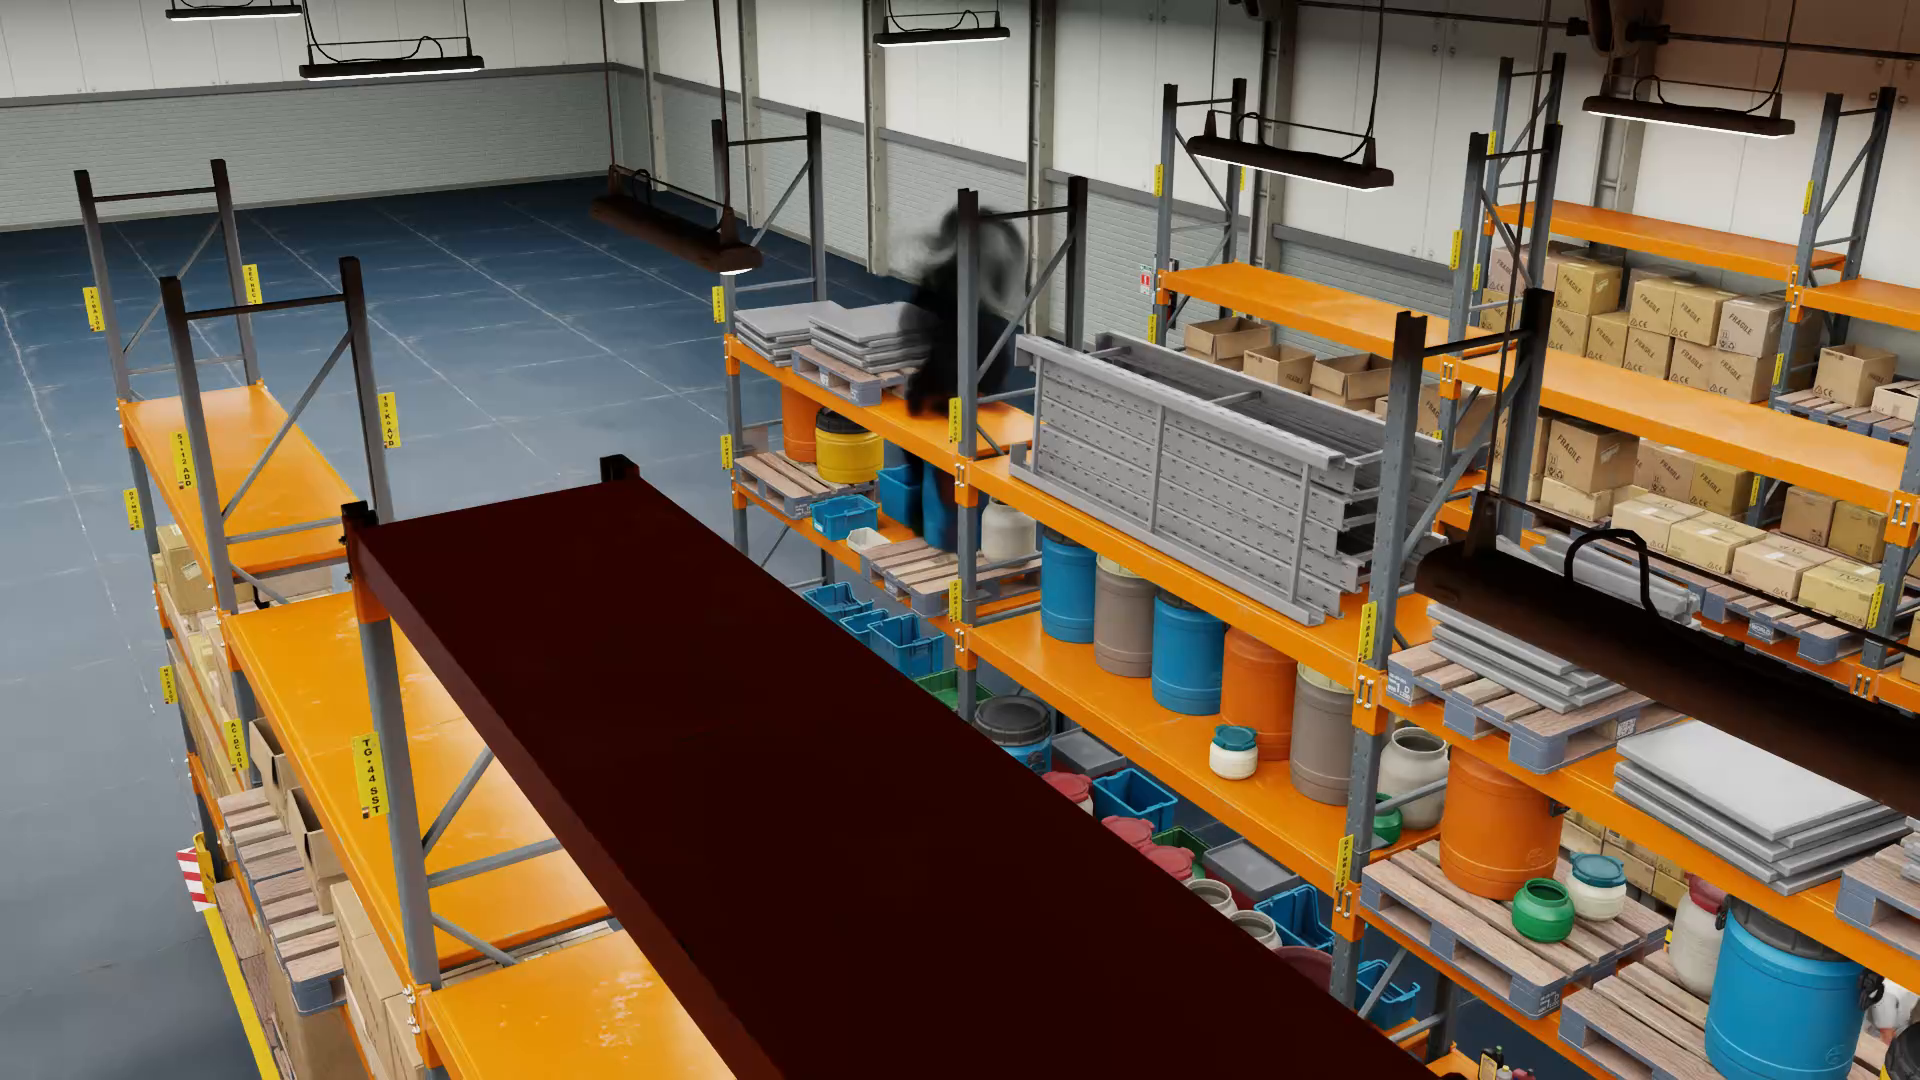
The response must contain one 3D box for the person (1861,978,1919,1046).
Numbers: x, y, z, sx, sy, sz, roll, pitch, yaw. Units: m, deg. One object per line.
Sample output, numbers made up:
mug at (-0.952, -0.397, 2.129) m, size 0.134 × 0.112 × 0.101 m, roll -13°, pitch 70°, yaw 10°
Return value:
person at (5.928, 3.343, 10.681) m, size 0.643 × 1.786 × 0.956 m, roll -15°, pitch 27°, yaw -34°
